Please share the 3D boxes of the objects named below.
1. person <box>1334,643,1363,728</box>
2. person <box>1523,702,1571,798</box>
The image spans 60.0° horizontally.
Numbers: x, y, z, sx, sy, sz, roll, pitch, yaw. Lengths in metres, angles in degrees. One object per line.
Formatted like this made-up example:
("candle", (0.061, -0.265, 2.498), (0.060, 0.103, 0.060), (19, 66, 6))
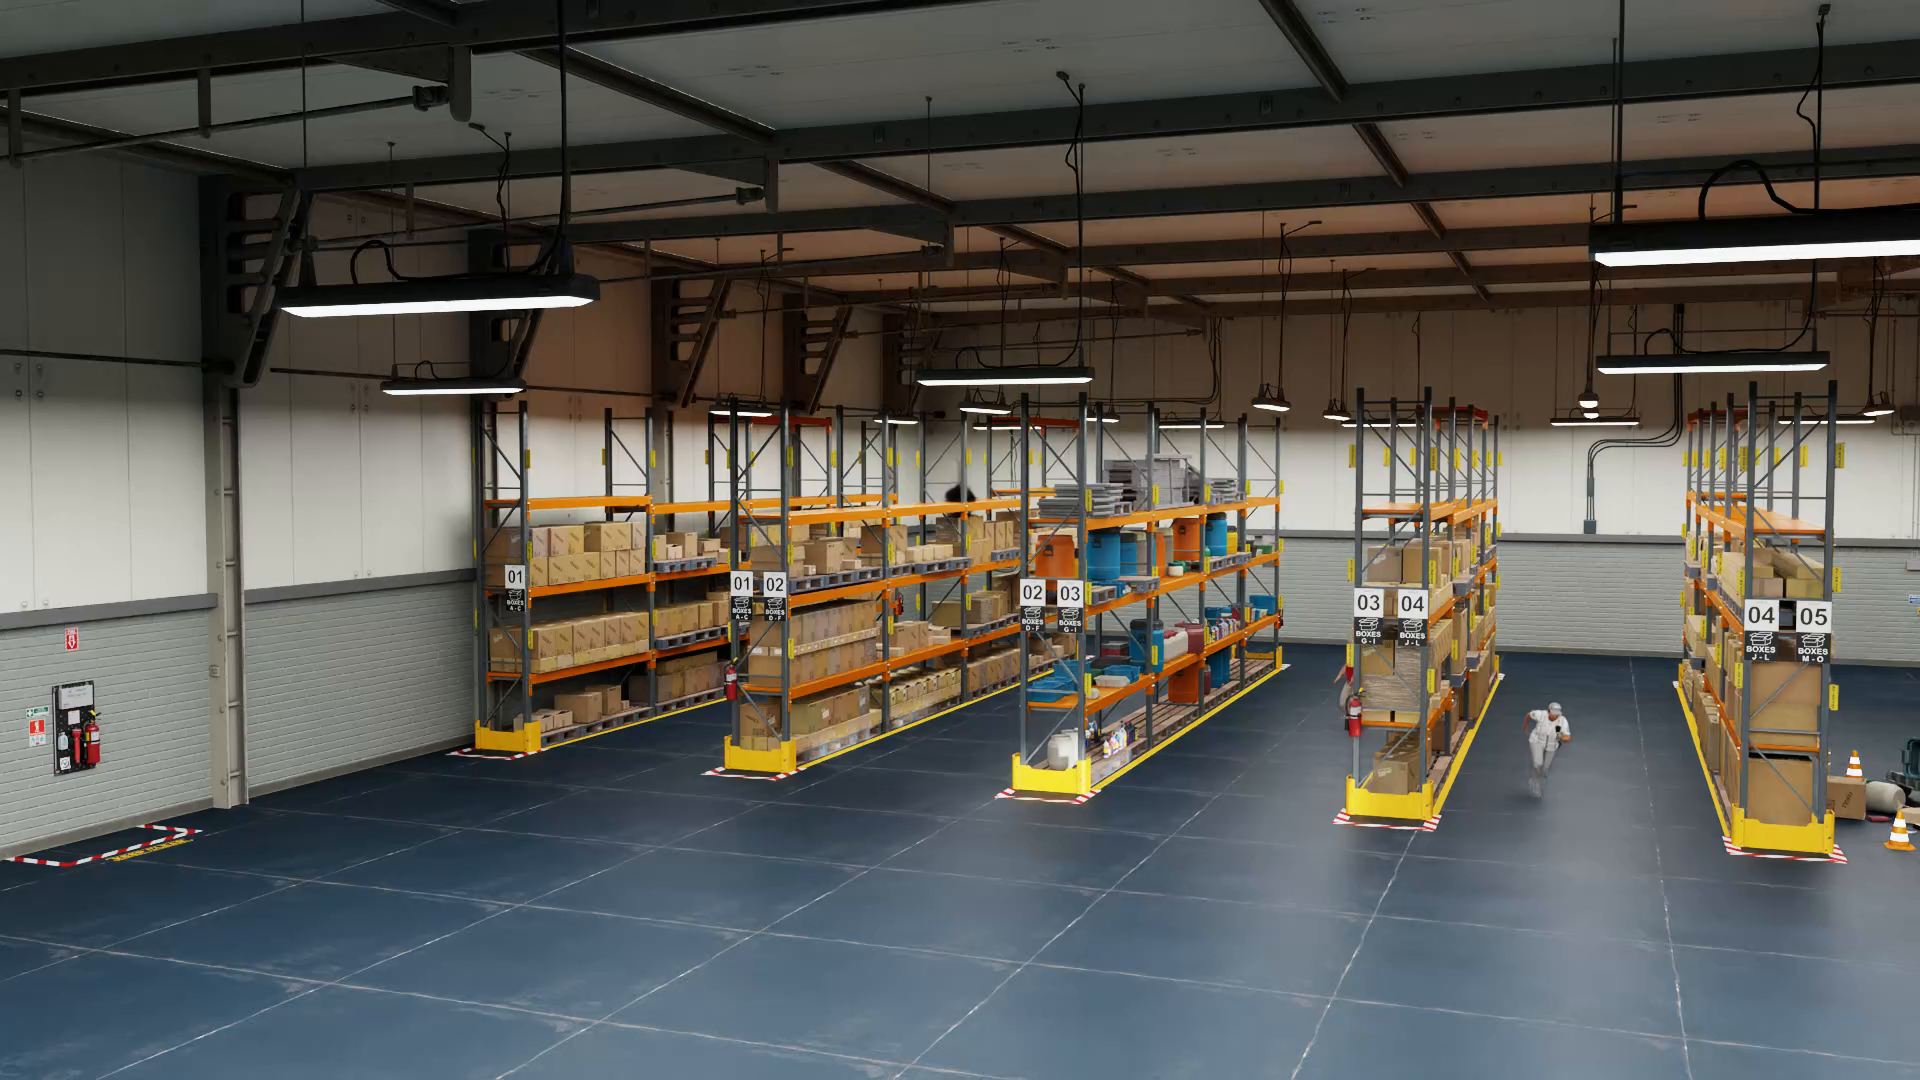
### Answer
("person", (7.345, 2.709, 30.857), (0.552, 1.638, 0.744), (-3, 4, -43))
("person", (8.676, 3.069, 24.561), (0.557, 1.445, 1.039), (0, 3, 6))
